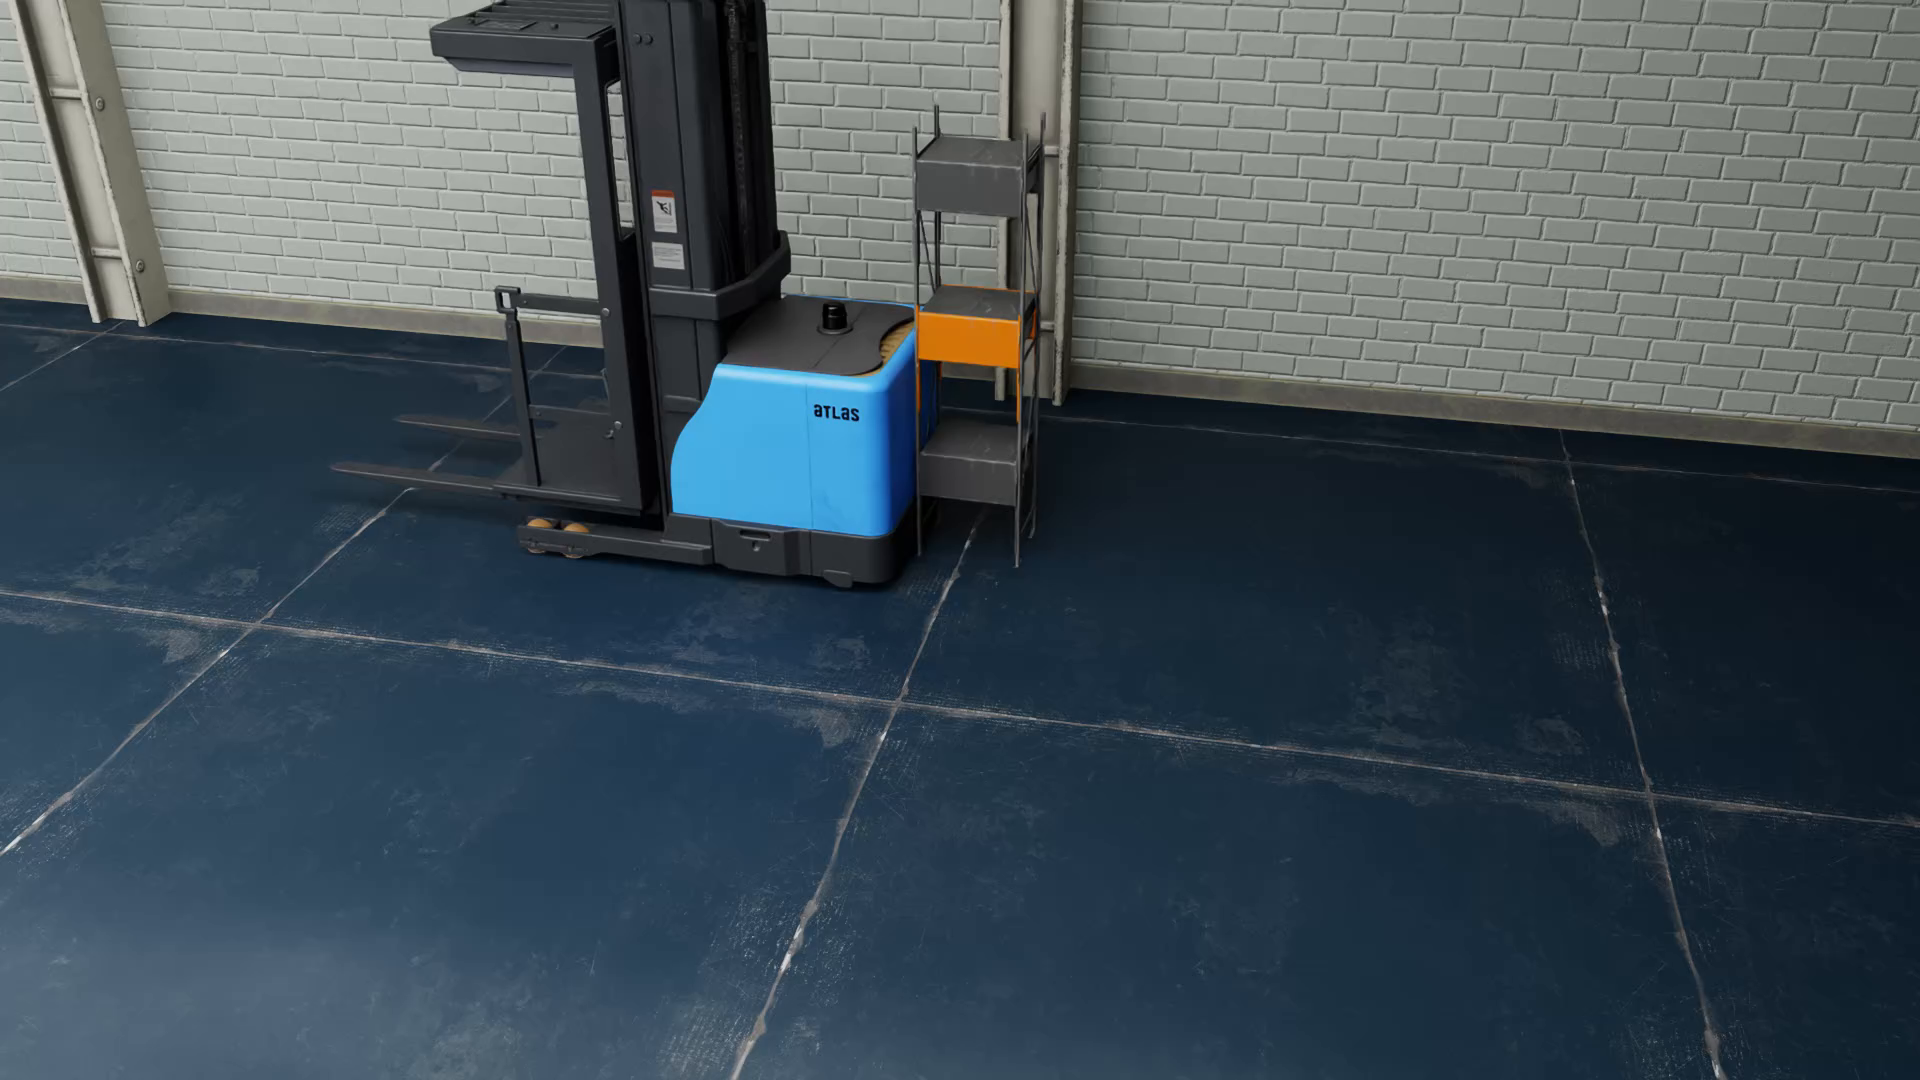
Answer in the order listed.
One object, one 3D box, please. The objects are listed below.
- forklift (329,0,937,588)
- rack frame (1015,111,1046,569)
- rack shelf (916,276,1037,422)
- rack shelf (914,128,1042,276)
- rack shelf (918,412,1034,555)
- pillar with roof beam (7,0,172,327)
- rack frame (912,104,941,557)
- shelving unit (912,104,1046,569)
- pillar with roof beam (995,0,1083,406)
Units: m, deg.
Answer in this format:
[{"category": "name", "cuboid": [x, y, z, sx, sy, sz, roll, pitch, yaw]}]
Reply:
[{"category": "forklift", "cuboid": [-1.664, -1.432, 7.814, 3.031, 2.935, 1.130, 7, 29, 12]}, {"category": "rack frame", "cuboid": [0.322, -0.875, 7.661, 0.015, 2.100, 0.400, 7, 29, 12]}, {"category": "rack shelf", "cuboid": [0.086, -0.892, 7.721, 0.480, 0.518, 0.431, 7, 29, 12]}, {"category": "rack shelf", "cuboid": [0.086, -1.506, 7.385, 0.480, 0.518, 0.431, 7, 29, 12]}, {"category": "rack shelf", "cuboid": [0.086, -0.278, 8.057, 0.480, 0.518, 0.431, 7, 29, 12]}, {"category": "pillar with roof beam", "cuboid": [-6.336, -3.400, 5.090, 0.400, 9.000, 9.100, 6, 29, 11]}, {"category": "rack frame", "cuboid": [-0.151, -0.933, 7.767, 0.015, 2.100, 0.400, 7, 29, 12]}, {"category": "shelving unit", "cuboid": [0.086, -0.904, 7.714, 0.503, 2.100, 0.431, 7, 29, 12]}, {"category": "pillar with roof beam", "cuboid": [-0.468, -2.799, 3.991, 0.400, 9.000, 9.100, 6, 29, 11]}]
